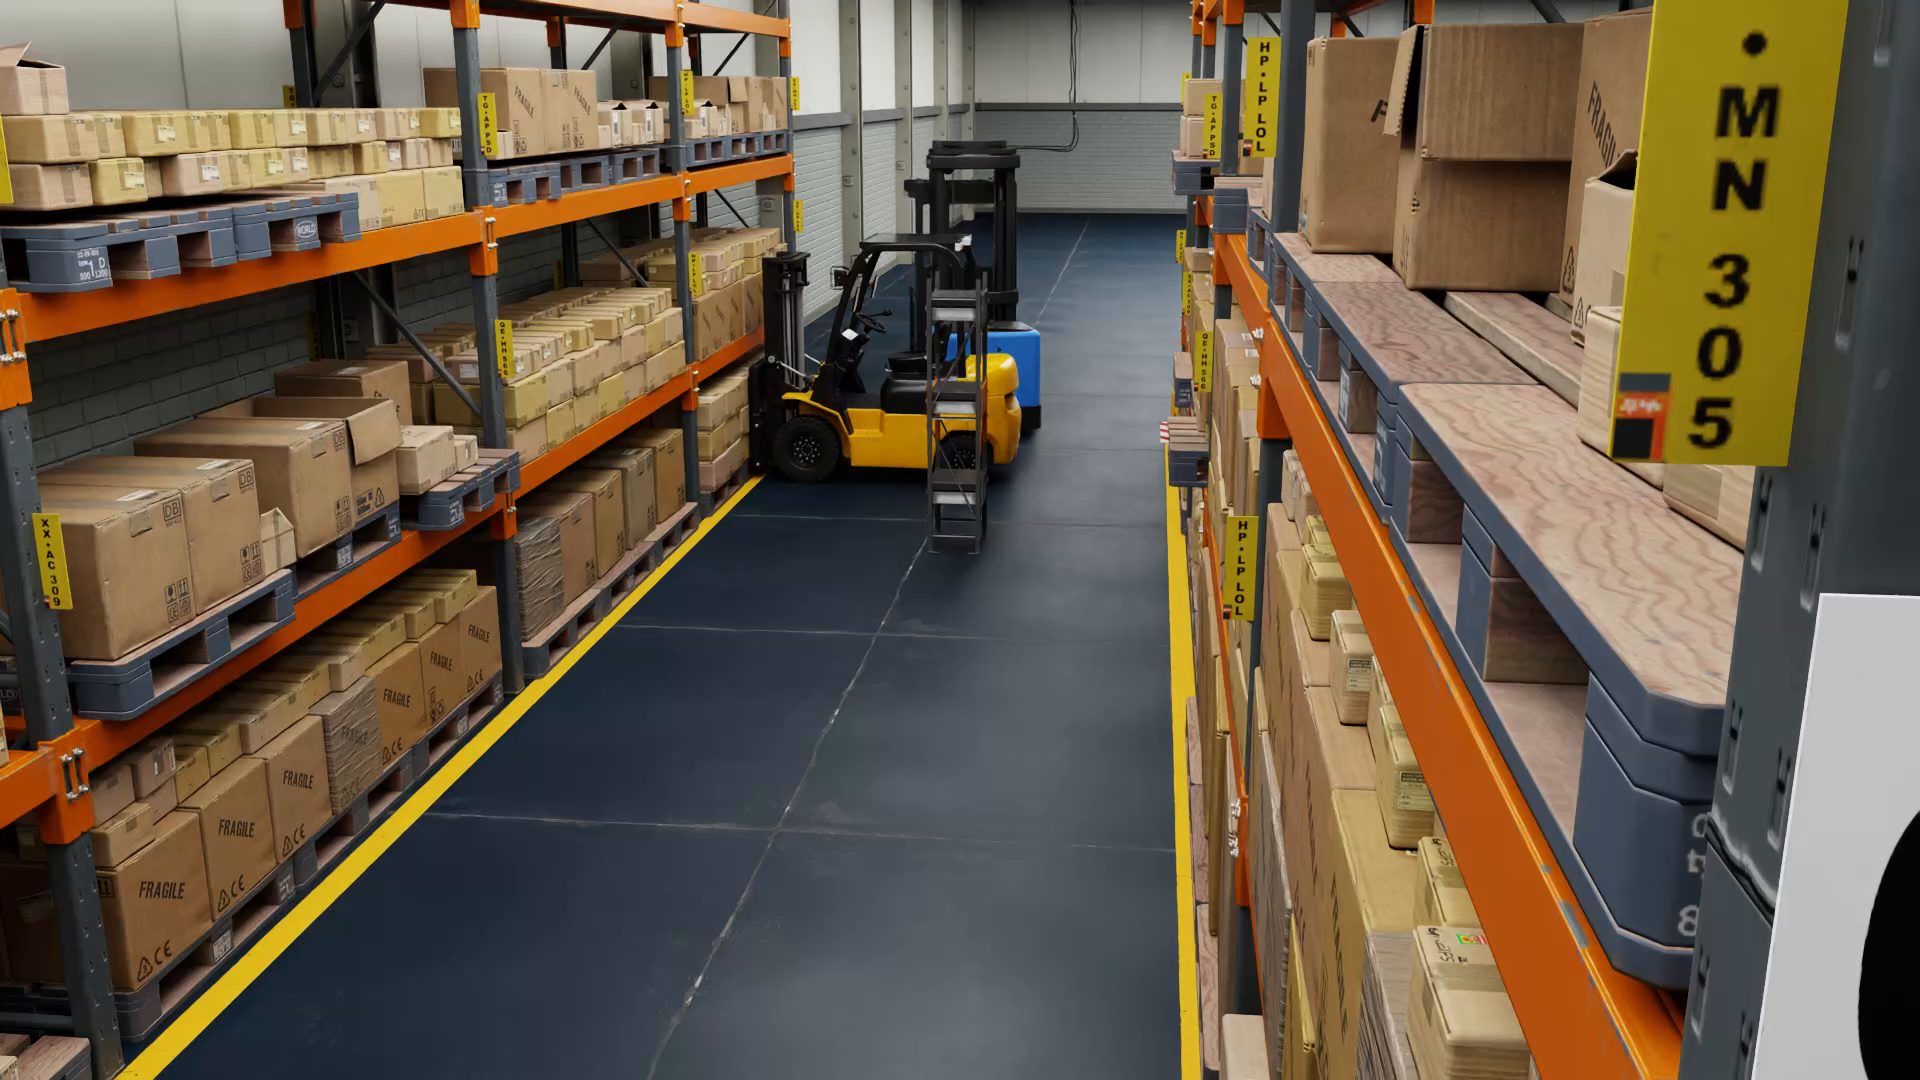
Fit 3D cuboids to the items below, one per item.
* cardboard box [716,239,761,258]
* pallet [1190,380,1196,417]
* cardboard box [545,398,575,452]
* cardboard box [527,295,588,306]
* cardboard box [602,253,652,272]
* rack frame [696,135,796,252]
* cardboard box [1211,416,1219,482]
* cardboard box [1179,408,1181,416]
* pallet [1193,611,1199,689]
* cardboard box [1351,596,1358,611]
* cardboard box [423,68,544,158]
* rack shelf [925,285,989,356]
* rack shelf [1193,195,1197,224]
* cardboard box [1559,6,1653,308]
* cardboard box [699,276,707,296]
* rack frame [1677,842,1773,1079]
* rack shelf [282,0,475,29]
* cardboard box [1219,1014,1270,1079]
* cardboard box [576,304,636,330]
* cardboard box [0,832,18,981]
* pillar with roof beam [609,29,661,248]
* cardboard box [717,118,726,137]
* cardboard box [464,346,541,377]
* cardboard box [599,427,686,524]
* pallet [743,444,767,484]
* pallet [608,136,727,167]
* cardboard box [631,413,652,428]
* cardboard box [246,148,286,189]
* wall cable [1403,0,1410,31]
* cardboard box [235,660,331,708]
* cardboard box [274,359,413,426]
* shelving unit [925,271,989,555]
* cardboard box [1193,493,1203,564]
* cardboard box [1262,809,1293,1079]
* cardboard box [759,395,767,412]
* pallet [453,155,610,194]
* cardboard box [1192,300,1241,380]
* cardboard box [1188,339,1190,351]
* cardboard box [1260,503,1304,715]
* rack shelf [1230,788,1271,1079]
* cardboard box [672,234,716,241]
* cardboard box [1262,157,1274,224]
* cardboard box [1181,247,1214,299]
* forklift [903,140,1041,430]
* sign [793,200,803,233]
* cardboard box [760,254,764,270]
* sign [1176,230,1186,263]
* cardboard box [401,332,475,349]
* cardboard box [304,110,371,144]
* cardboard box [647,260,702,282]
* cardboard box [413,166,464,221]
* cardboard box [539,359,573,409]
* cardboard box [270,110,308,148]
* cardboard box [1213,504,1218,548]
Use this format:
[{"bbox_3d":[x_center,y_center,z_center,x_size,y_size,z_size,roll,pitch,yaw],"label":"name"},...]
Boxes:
[{"bbox_3d":[-2.062,-2.709,15.428,0.380,0.149,0.250,2,15,7],"label":"cardboard box"},{"bbox_3d":[2.026,-0.839,10.884,1.003,0.211,1.213,2,15,6],"label":"pallet"},{"bbox_3d":[-2.735,-0.728,10.394,0.500,0.250,0.500,1,15,5],"label":"cardboard box"},{"bbox_3d":[-3.002,-1.743,12.427,0.380,0.149,0.250,2,15,6],"label":"cardboard box"},{"bbox_3d":[-2.816,-2.329,14.024,0.380,0.149,0.250,2,15,6],"label":"cardboard box"},{"bbox_3d":[-2.187,-2.637,17.167,1.000,3.000,0.127,2,15,6],"label":"rack frame"},{"bbox_3d":[1.540,-0.461,8.451,0.500,0.250,0.500,2,15,6],"label":"cardboard box"},{"bbox_3d":[2.323,-1.386,15.567,0.500,0.500,0.500,1,15,4],"label":"cardboard box"},{"bbox_3d":[1.933,0.727,10.069,1.003,0.211,1.213,2,15,6],"label":"pallet"},{"bbox_3d":[1.004,0.184,3.386,0.380,0.149,0.250,2,15,6],"label":"cardboard box"},{"bbox_3d":[-2.766,-2.490,9.689,0.500,0.500,0.500,2,15,7],"label":"cardboard box"},{"bbox_3d":[-0.019,-1.633,12.550,0.431,0.518,0.480,2,15,6],"label":"rack shelf"},{"bbox_3d":[2.520,-3.073,14.413,1.077,0.370,4.000,2,15,6],"label":"rack shelf"},{"bbox_3d":[1.317,-0.607,2.728,0.500,0.500,0.500,2,15,7],"label":"cardboard box"},{"bbox_3d":[-2.313,-2.103,13.758,0.380,0.149,0.250,2,15,8],"label":"cardboard box"},{"bbox_3d":[0.940,1.658,1.283,1.000,3.000,0.127,2,15,6],"label":"rack frame"},{"bbox_3d":[-3.315,-2.399,6.938,1.077,0.370,4.000,2,15,6],"label":"rack shelf"},{"bbox_3d":[1.214,1.815,4.809,0.875,0.438,0.875,1,15,5],"label":"cardboard box"},{"bbox_3d":[-2.537,-1.598,11.891,0.380,0.149,0.250,1,15,5],"label":"cardboard box"},{"bbox_3d":[-3.779,1.344,6.431,0.500,0.500,0.500,2,15,6],"label":"cardboard box"},{"bbox_3d":[1.117,-5.252,15.345,9.100,9.000,0.400,2,15,6],"label":"pillar with roof beam"},{"bbox_3d":[-2.199,-3.484,14.038,0.380,0.149,0.250,2,15,8],"label":"cardboard box"},{"bbox_3d":[-2.732,-1.066,9.925,0.380,0.149,0.250,2,15,7],"label":"cardboard box"},{"bbox_3d":[-2.686,-0.520,13.083,0.875,0.625,0.625,2,15,9],"label":"cardboard box"},{"bbox_3d":[-2.372,-0.776,15.625,1.003,0.211,1.213,2,15,6],"label":"pallet"},{"bbox_3d":[-2.568,-3.226,13.771,1.003,0.211,1.213,2,15,6],"label":"pallet"},{"bbox_3d":[-2.775,-1.091,13.996,0.500,0.250,0.500,2,15,7],"label":"cardboard box"},{"bbox_3d":[-2.962,-1.498,6.696,0.380,0.149,0.250,2,15,8],"label":"cardboard box"},{"bbox_3d":[11.302,-15.243,45.777,2.305,6.003,0.169,2,15,6],"label":"wall cable"},{"bbox_3d":[-3.149,0.670,7.680,0.380,0.149,0.250,2,15,6],"label":"cardboard box"},{"bbox_3d":[-3.303,-0.684,8.949,0.500,0.500,0.500,2,15,9],"label":"cardboard box"},{"bbox_3d":[-0.019,-0.971,12.729,0.431,2.100,0.503,2,15,6],"label":"shelving unit"},{"bbox_3d":[2.160,-0.066,11.888,0.950,0.372,0.625,3,15,10],"label":"cardboard box"},{"bbox_3d":[0.955,0.946,3.726,0.500,0.500,0.500,2,15,7],"label":"cardboard box"},{"bbox_3d":[-2.096,-1.224,15.448,0.500,0.250,0.500,2,15,6],"label":"cardboard box"},{"bbox_3d":[-2.979,-2.387,10.860,1.003,0.211,1.213,2,15,9],"label":"pallet"},{"bbox_3d":[1.721,-1.203,10.297,0.500,0.500,0.500,1,15,2],"label":"cardboard box"},{"bbox_3d":[2.139,-1.689,14.142,0.380,0.149,0.250,1,15,5],"label":"cardboard box"},{"bbox_3d":[1.097,0.206,4.545,0.500,0.500,0.500,2,15,7],"label":"cardboard box"},{"bbox_3d":[1.166,1.487,3.295,1.077,0.370,4.000,2,15,6],"label":"rack shelf"},{"bbox_3d":[-2.559,-2.861,15.993,0.380,0.149,0.250,2,15,7],"label":"cardboard box"},{"bbox_3d":[1.282,-1.222,5.553,0.500,0.311,0.500,2,15,6],"label":"cardboard box"},{"bbox_3d":[2.417,-2.569,16.153,0.500,0.500,0.500,1,15,5],"label":"cardboard box"},{"bbox_3d":[0.007,-2.845,18.067,1.130,2.935,3.031,-3,15,-12],"label":"forklift"},{"bbox_3d":[-1.649,-3.290,16.912,0.100,0.325,0.005,2,15,6],"label":"sign"},{"bbox_3d":[-2.059,-2.633,15.717,0.380,0.149,0.250,1,15,4],"label":"cardboard box"},{"bbox_3d":[2.206,-2.925,16.575,0.100,0.325,0.005,2,15,6],"label":"sign"},{"bbox_3d":[-3.287,-1.216,10.477,0.380,0.149,0.250,1,15,5],"label":"cardboard box"},{"bbox_3d":[-2.955,-1.905,7.666,0.380,0.149,0.250,1,15,5],"label":"cardboard box"},{"bbox_3d":[-2.307,-2.178,13.467,0.380,0.149,0.250,2,15,7],"label":"cardboard box"},{"bbox_3d":[-2.906,-1.797,8.602,0.500,0.250,0.500,1,15,4],"label":"cardboard box"},{"bbox_3d":[-2.739,-0.968,10.327,0.500,0.250,0.500,2,15,8],"label":"cardboard box"},{"bbox_3d":[-2.956,-1.711,6.913,0.380,0.149,0.250,2,15,7],"label":"cardboard box"},{"bbox_3d":[1.497,-0.091,8.039,0.500,0.250,0.500,1,15,5],"label":"cardboard box"}]
